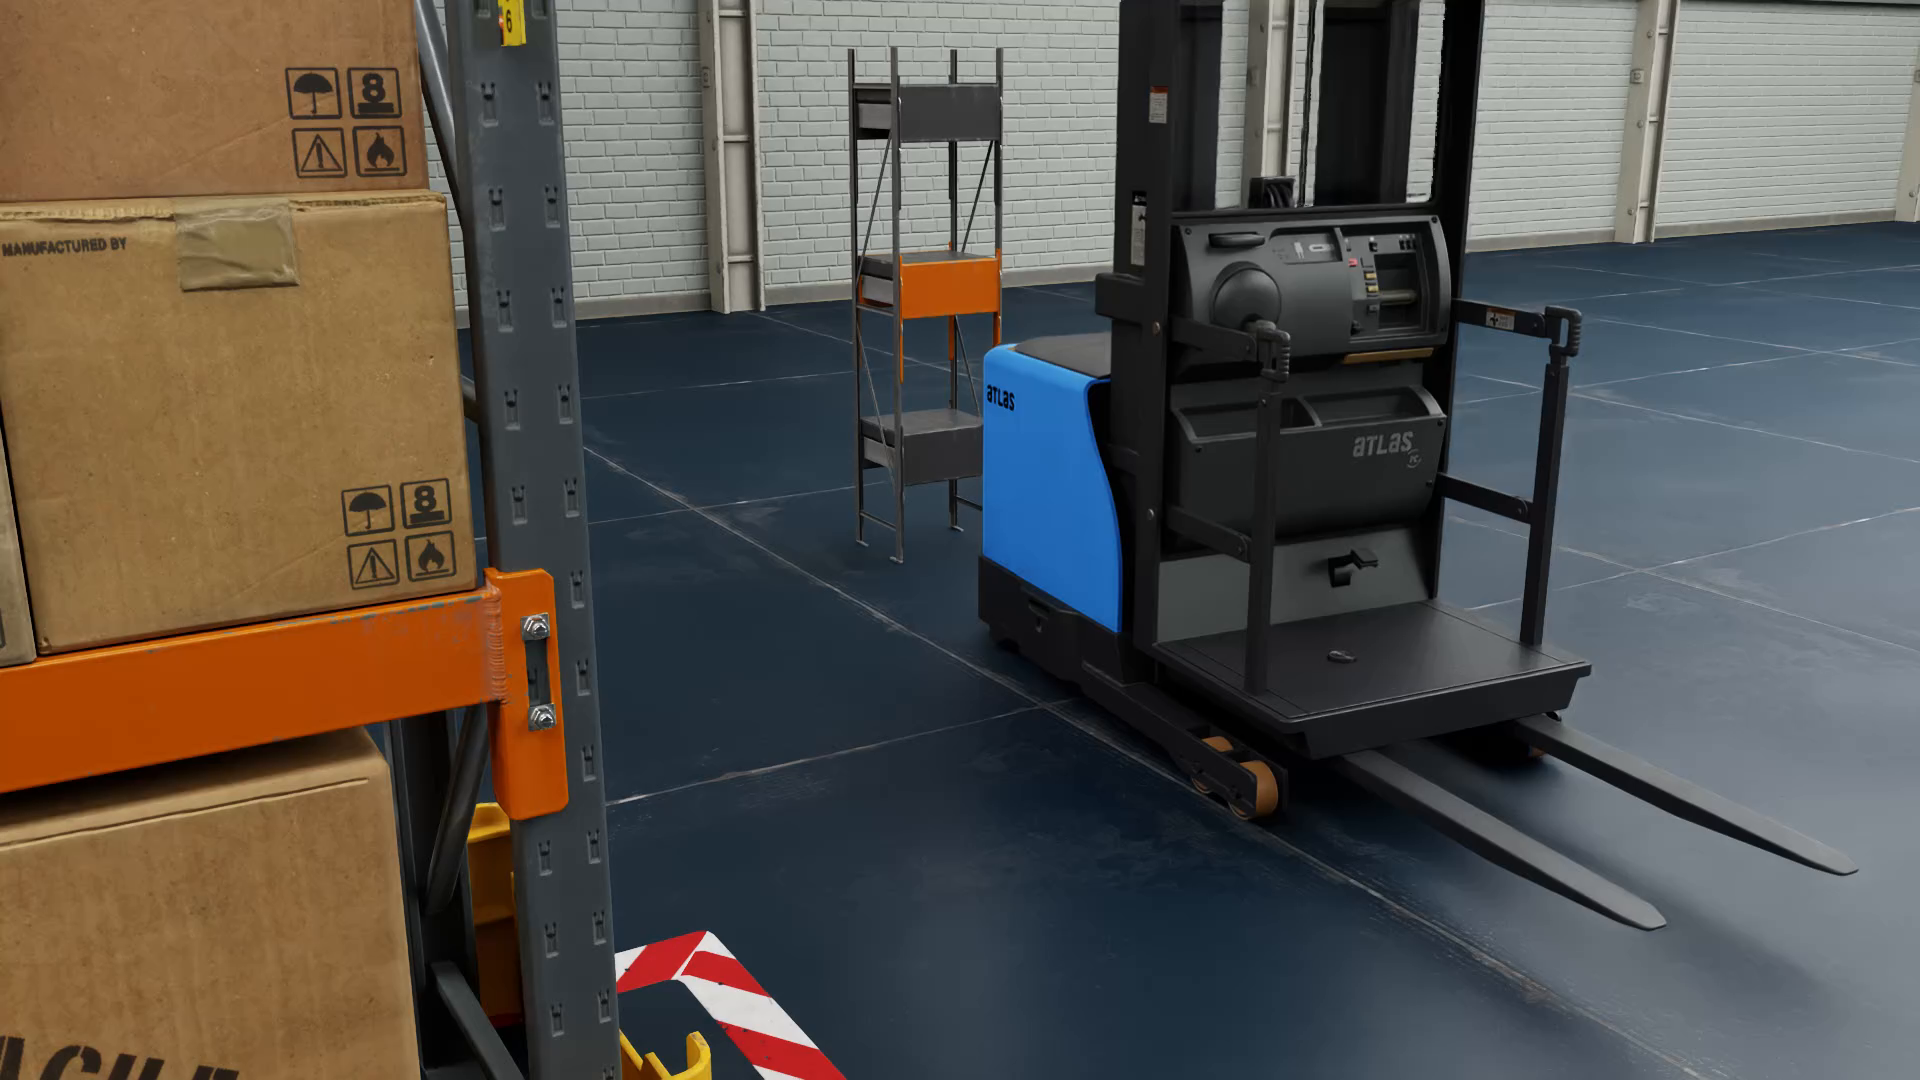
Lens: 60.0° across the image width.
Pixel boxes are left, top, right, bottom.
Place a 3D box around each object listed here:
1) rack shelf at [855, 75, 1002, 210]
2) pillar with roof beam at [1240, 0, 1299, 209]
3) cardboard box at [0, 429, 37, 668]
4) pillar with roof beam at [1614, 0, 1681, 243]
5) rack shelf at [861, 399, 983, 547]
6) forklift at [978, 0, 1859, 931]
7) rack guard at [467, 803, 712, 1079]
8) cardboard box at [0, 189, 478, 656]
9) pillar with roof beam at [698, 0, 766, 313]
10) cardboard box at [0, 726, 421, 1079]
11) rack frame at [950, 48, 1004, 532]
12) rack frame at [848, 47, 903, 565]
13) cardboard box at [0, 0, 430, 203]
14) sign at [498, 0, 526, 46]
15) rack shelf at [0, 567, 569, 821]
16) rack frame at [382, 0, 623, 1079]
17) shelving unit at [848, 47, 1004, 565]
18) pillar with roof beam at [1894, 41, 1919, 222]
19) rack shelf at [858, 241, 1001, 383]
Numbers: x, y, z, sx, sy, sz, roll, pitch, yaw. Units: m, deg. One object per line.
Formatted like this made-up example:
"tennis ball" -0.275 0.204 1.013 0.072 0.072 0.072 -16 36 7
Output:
"rack shelf" -0.142 -1.649 6.859 0.480 0.518 0.431 -9 18 -30
"pillar with roof beam" 5.406 -6.197 12.846 0.400 9.000 9.100 -9 18 -30
"cardboard box" -1.596 -0.174 2.196 0.550 0.550 0.875 -9 18 -30
"pillar with roof beam" 10.549 -7.031 15.821 0.400 9.000 9.100 -9 18 -30
"rack shelf" -0.142 -0.301 7.237 0.480 0.518 0.431 -9 18 -30
"forklift" 1.147 -0.765 4.708 1.130 2.935 3.031 -7 17 -24
"rack guard" -0.820 0.955 3.078 0.348 0.500 1.175 -9 18 -30
"cardboard box" -1.135 -0.256 2.487 0.550 0.550 0.875 -9 18 -30
"pillar with roof beam" 0.263 -5.363 9.870 0.400 9.000 9.100 -9 18 -30
"cardboard box" -1.388 0.685 2.568 0.875 0.875 0.875 -9 18 -29
"rack frame" 0.067 -1.022 7.165 0.015 2.100 0.400 -9 18 -30
"rack frame" -0.351 -0.954 6.923 0.015 2.100 0.400 -9 18 -30
"cardboard box" -1.179 -0.795 2.411 0.550 0.550 0.875 -9 18 -30
"sign" -0.573 -0.790 2.086 0.005 0.325 0.100 -9 18 -30
"rack shelf" -2.555 0.379 1.834 4.000 0.370 1.077 -9 18 -30
"rack frame" -0.841 -0.246 2.729 0.127 3.000 1.000 -9 18 -30
"shelving unit" -0.142 -0.988 7.044 0.503 2.100 0.431 -9 18 -30
"pillar with roof beam" 15.693 -7.865 18.796 0.400 9.000 9.100 -9 18 -30
"rack shelf" -0.142 -0.975 7.048 0.480 0.518 0.431 -9 18 -30
